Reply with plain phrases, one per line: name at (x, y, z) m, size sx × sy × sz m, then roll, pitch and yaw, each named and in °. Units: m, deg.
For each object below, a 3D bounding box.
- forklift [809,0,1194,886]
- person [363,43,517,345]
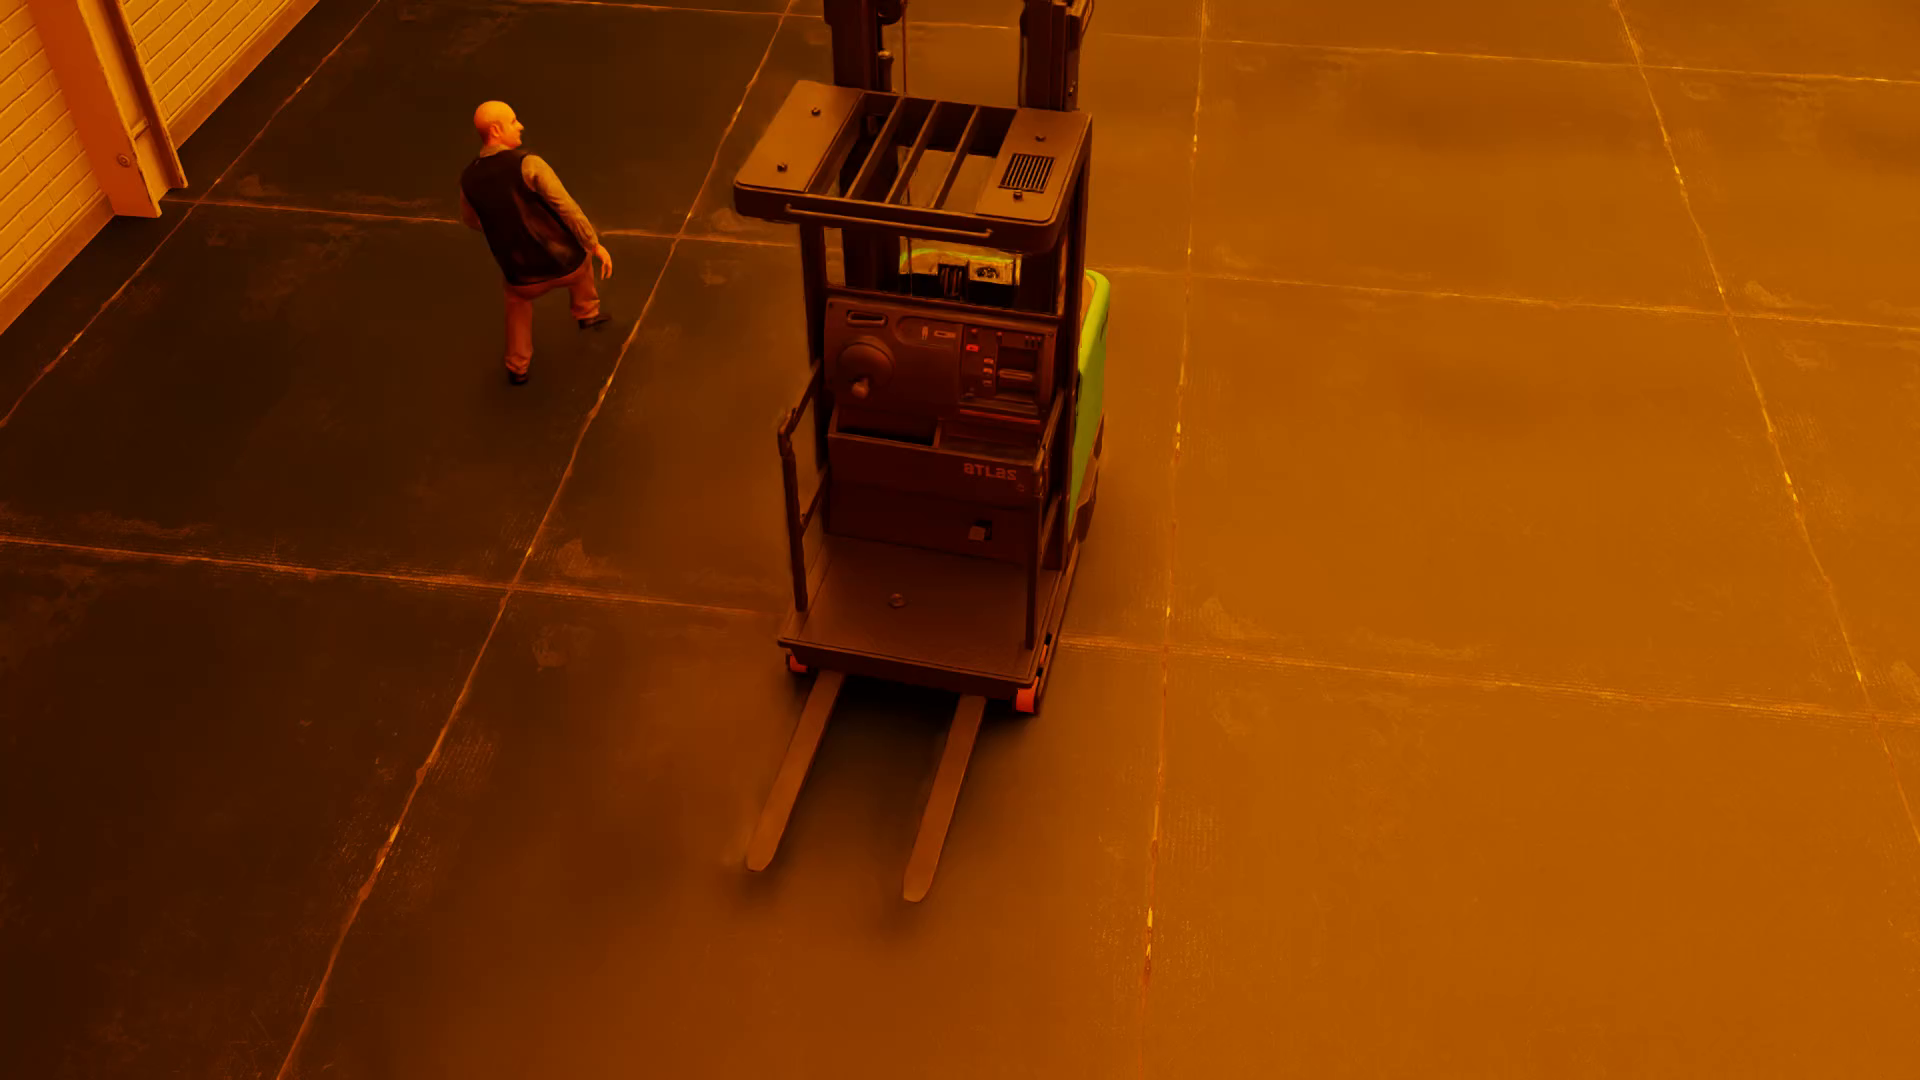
forklift at (0.153, -0.681, 6.465) m, size 1.130 × 2.935 × 3.031 m, roll -10°, pitch 44°, yaw -11°
person at (-2.680, -1.777, 8.620) m, size 0.764 × 1.675 × 0.572 m, roll 12°, pitch 44°, yaw 13°
